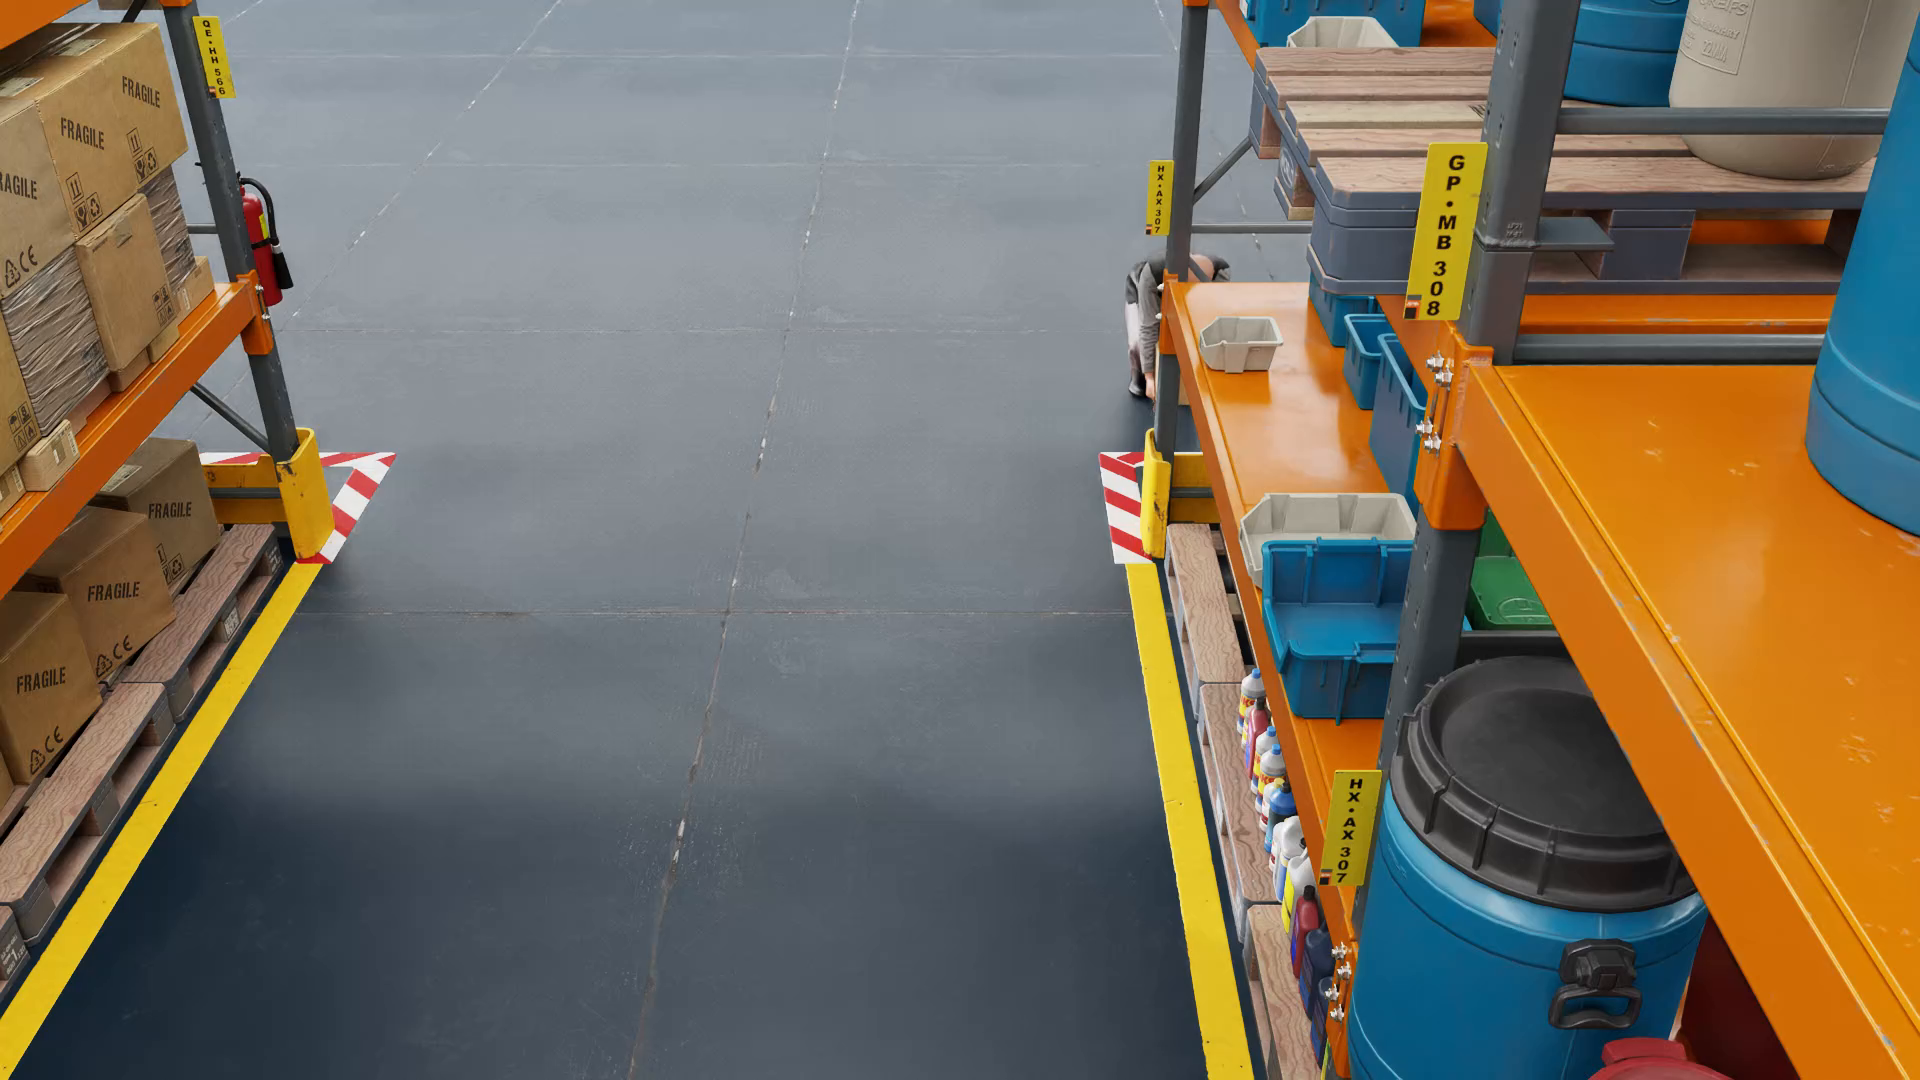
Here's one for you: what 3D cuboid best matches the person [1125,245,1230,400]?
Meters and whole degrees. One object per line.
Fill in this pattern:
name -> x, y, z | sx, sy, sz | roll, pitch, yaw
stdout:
person -> 1.147, -1.173, 8.829 | 0.508, 0.961, 0.898 | -1, 31, -1
